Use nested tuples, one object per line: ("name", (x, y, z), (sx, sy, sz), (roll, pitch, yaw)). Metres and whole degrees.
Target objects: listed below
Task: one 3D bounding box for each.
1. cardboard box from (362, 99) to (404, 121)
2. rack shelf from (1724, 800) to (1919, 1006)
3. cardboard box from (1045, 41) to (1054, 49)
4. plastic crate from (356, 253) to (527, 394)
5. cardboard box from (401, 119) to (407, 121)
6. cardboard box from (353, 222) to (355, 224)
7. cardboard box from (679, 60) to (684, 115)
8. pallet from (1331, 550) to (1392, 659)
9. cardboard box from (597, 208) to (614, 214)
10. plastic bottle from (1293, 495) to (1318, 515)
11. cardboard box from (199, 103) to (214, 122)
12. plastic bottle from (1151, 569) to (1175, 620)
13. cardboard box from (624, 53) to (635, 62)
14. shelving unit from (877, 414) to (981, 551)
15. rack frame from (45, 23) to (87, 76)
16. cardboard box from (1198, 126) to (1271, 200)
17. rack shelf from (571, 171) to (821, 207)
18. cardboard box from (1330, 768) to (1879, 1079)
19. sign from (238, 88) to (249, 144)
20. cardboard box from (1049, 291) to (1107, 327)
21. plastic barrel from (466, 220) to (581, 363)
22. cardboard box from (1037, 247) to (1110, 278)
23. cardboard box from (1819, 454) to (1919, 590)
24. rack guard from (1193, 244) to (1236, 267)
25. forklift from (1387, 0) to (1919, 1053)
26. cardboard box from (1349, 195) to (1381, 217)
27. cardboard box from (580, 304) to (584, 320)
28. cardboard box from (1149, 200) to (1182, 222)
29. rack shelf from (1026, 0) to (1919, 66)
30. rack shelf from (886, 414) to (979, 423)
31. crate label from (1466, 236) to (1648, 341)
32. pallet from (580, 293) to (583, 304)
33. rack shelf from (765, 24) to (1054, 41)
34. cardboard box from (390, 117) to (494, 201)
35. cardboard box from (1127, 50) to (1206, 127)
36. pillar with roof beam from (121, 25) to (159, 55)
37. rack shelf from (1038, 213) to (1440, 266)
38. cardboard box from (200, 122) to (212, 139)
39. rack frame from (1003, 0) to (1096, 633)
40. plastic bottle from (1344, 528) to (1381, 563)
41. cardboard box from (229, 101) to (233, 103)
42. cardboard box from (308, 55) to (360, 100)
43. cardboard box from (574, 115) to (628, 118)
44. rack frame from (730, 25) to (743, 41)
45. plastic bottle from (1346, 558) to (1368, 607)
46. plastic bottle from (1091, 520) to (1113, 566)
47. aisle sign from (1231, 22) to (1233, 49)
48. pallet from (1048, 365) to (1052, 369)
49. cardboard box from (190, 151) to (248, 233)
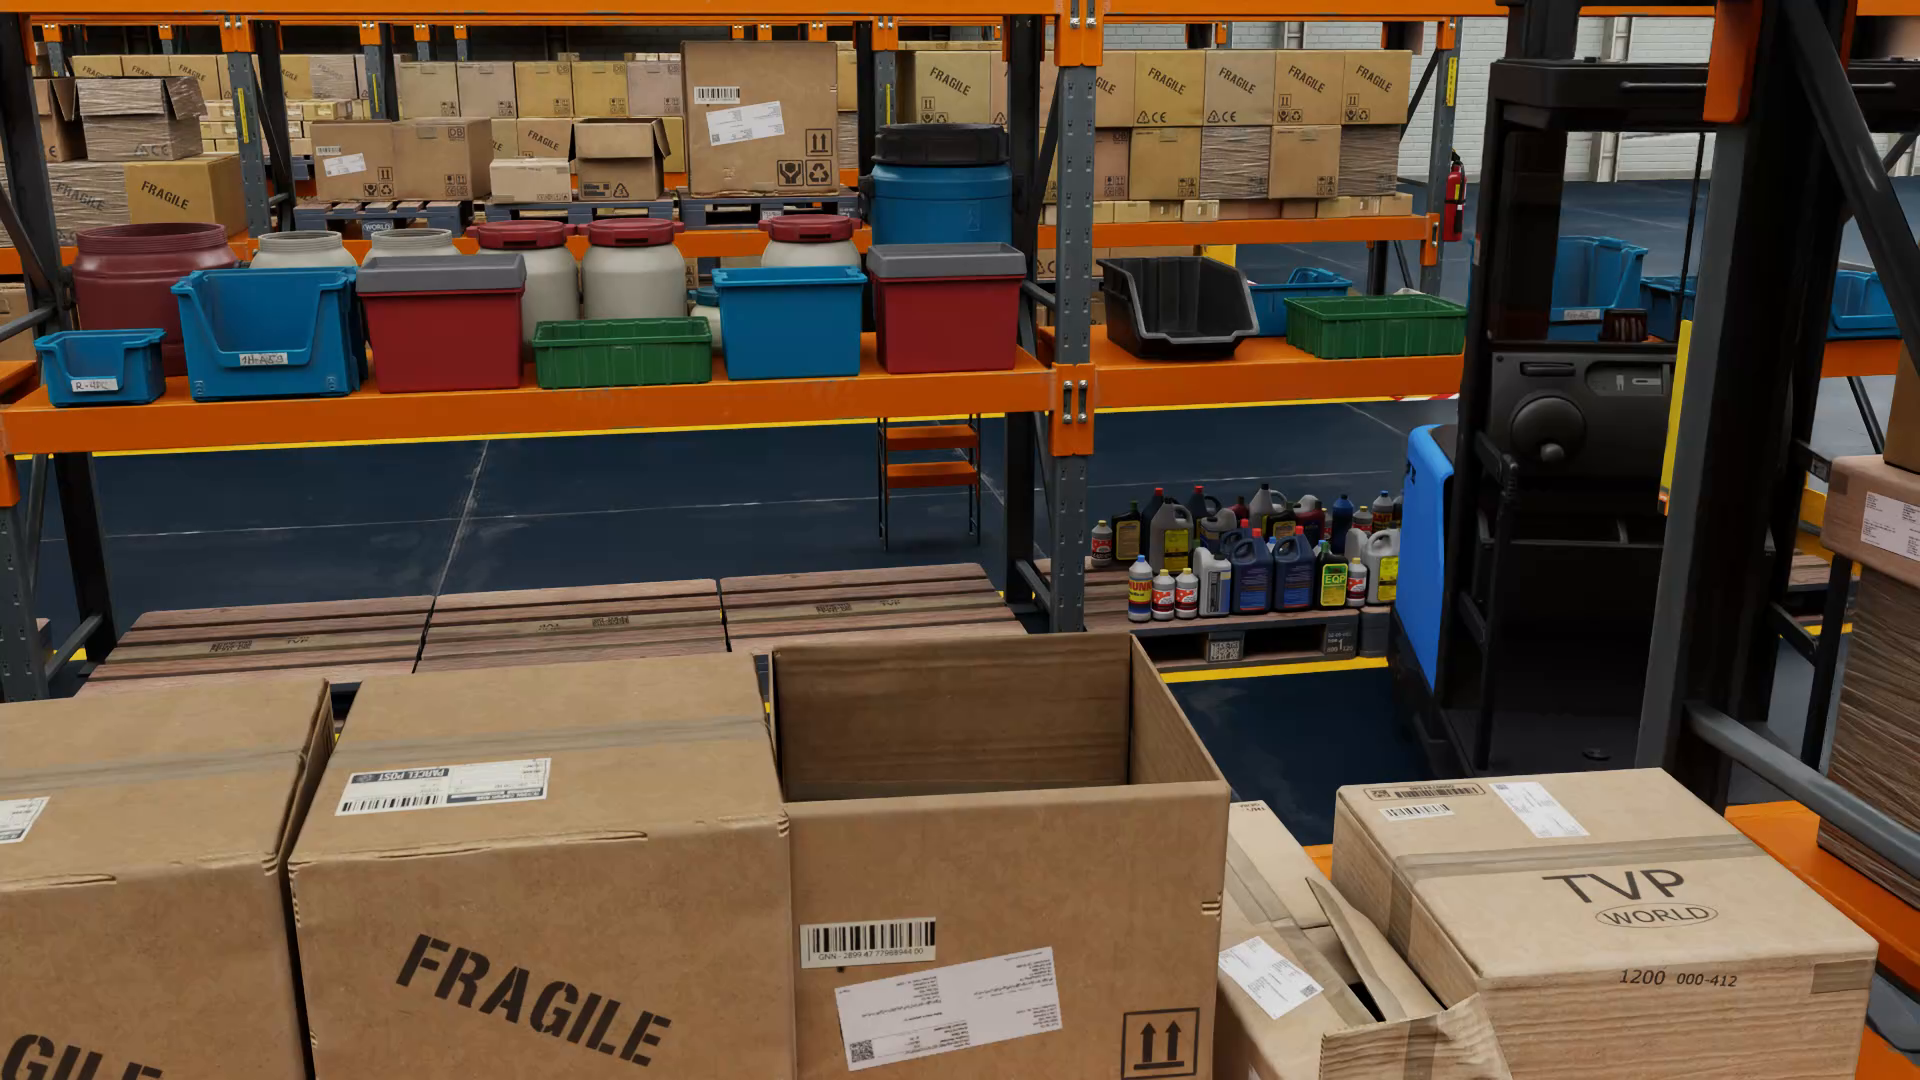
("cardboard box", (-6.816, -5.135, 19.826), (0.500, 0.250, 0.500), (-3, 17, -11))
("rack shelf", (3.258, 0.654, 2.797), (4.000, 0.370, 1.077), (-3, 17, -10))
("cardboard box", (1.006, -6.090, 21.151), (0.500, 0.500, 0.700), (-4, 17, -12))
("plastic crate", (-1.924, -0.816, 6.250), (0.583, 0.464, 0.402), (-3, 17, -10))
("cardboard box", (-4.858, -3.642, 15.389), (0.500, 0.500, 0.500), (-3, 17, -10))
("cardboard box", (-6.073, -3.042, 15.873), (0.500, 0.250, 0.500), (-4, 18, -13))
("cardboard box", (-2.414, -4.337, 15.949), (0.500, 0.500, 0.700), (-4, 17, -11))
("pallet", (2.226, 0.232, 7.695), (1.213, 0.211, 1.003), (-3, 17, -10))
("cardboard box", (-4.363, -4.125, 20.894), (0.625, 0.372, 0.950), (-3, 17, -9))
("plastic bottle", (1.602, -0.070, 7.821), (0.135, 0.276, 0.152), (-3, 17, -9))
("cardboard box", (-6.748, -3.797, 14.763), (0.250, 0.149, 0.380), (-3, 17, -10))
("plastic bottle", (0.854, 0.224, 6.990), (0.097, 0.201, 0.097), (0, 17, 0))
("cardboard box", (-4.037, -5.977, 20.666), (0.250, 0.149, 0.380), (-2, 17, -7))
("shelving unit", (-0.163, -0.564, 8.606), (0.503, 1.200, 0.258), (-3, 17, -10))
("rack frame", (-10.316, -4.845, 19.478), (0.127, 3.000, 1.000), (-3, 17, -10))
("cardboard box", (1.834, -2.746, 11.967), (0.500, 0.500, 0.875), (-3, 17, -10))
("rack shelf", (-3.387, -3.414, 16.044), (4.000, 0.370, 1.077), (-3, 17, -10))
("cardboard box", (0.819, 0.534, 2.221), (0.500, 0.250, 0.500), (-2, 17, -7))
("sign", (-4.400, -2.605, 10.212), (0.005, 0.325, 0.100), (-3, 17, -10))
("cardboard box", (0.975, -1.542, 12.265), (0.500, 0.500, 0.500), (-5, 18, -15))
("plastic barrel", (-1.768, -1.016, 6.780), (0.433, 0.535, 0.433), (0, 17, 0))
("cardboard box", (0.988, -3.171, 16.930), (0.875, 0.875, 0.875), (-4, 17, -11))
("cardboard box", (1.521, -0.013, 2.470), (0.250, 0.149, 0.380), (-3, 17, -10))
("rack guard", (2.528, -2.899, 17.398), (0.348, 0.500, 1.175), (-3, 17, -10))
("forklift", (2.159, -0.403, 5.131), (1.130, 2.935, 3.031), (2, 17, 6))
("cardboard box", (2.860, -2.448, 12.100), (0.250, 0.149, 0.380), (-3, 17, -10))
("cardboard box", (-2.757, -1.338, 11.567), (0.500, 0.500, 0.700), (-2, 17, -6))
("cardboard box", (1.394, -2.354, 11.794), (0.250, 0.149, 0.380), (-3, 17, -10))
("rack shelf", (2.322, -2.208, 7.007), (4.000, 0.370, 1.077), (-3, 17, -10))
("rack shelf", (-0.163, -0.714, 8.560), (0.480, 0.148, 0.258), (-3, 17, -10))
("crate label", (2.530, -1.065, 7.111), (0.616, 0.435, 0.502), (-3, 17, -10))
("pallet", (-3.366, -2.403, 16.275), (1.213, 0.211, 1.003), (-3, 17, -10))
("rack shelf", (-0.497, -6.492, 20.957), (4.000, 0.370, 1.077), (-3, 17, -10))
("cardboard box", (-3.457, -2.561, 11.156), (0.500, 0.500, 0.700), (-1, 17, -2))
("cardboard box", (1.379, -3.141, 11.549), (0.500, 0.500, 0.500), (-3, 17, -10))
("pillar with roof beam", (-11.299, -8.124, 19.934), (0.400, 9.000, 9.100), (-3, 17, -10))
("rack shelf", (1.383, -2.201, 12.096), (4.000, 0.370, 1.077), (-3, 17, -10))
("cardboard box", (-6.759, -3.653, 14.802), (0.250, 0.149, 0.380), (-3, 17, -11))
("rack frame", (0.358, -1.006, 6.979), (0.127, 3.000, 1.000), (-3, 17, -10))
("plastic bottle", (1.780, 0.085, 7.317), (0.135, 0.276, 0.152), (-3, 17, -10))
("cardboard box", (-6.606, -3.999, 15.423), (0.250, 0.149, 0.380), (-4, 18, -13))
("cardboard box", (-7.349, -5.459, 19.602), (0.500, 0.500, 0.500), (-3, 17, -9))
("cardboard box", (-3.476, -3.882, 16.171), (0.500, 0.500, 0.500), (-3, 17, -10))
("rack frame", (-3.406, -6.722, 25.587), (0.127, 3.000, 1.000), (-3, 17, -10))
("plastic bottle", (1.697, 0.176, 7.146), (0.097, 0.201, 0.097), (0, 17, 0))
("plastic bottle", (0.656, 0.011, 7.683), (0.097, 0.201, 0.097), (0, 17, 0))
("aisle sign", (2.631, -5.252, 16.376), (0.004, 0.787, 0.394), (-3, 17, -10))
("pallet", (1.272, -1.218, 12.416), (1.213, 0.211, 1.003), (-3, 17, -10))
("cardboard box", (-5.037, -2.310, 11.055), (0.500, 0.500, 0.500), (-3, 17, -9))
